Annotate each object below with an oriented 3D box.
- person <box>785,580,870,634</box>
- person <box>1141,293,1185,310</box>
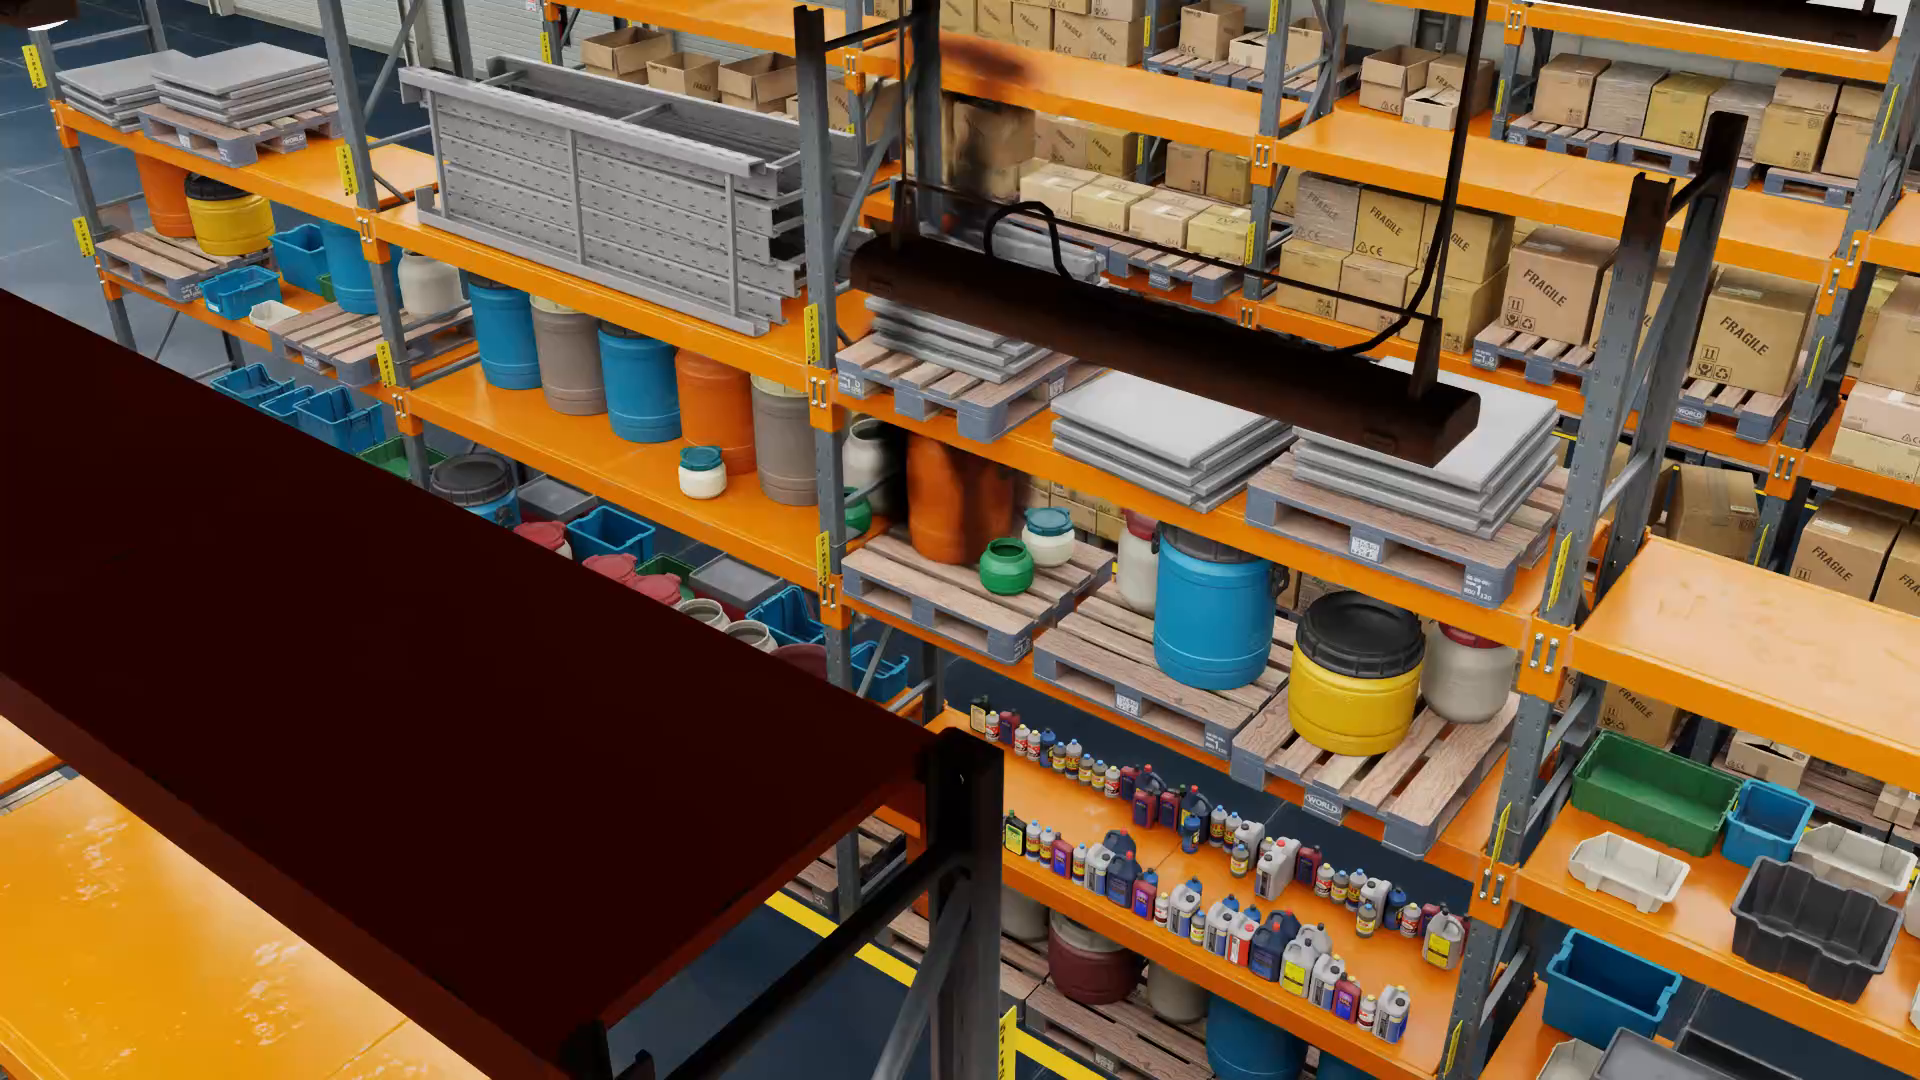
[{"bbox_3d":[-1.113,0.173,13.461,0.796,1.667,0.588,16,35,25],"label":"person"},{"bbox_3d":[2.028,-1.604,16.276,0.985,1.785,0.725,18,36,27],"label":"person"}]
